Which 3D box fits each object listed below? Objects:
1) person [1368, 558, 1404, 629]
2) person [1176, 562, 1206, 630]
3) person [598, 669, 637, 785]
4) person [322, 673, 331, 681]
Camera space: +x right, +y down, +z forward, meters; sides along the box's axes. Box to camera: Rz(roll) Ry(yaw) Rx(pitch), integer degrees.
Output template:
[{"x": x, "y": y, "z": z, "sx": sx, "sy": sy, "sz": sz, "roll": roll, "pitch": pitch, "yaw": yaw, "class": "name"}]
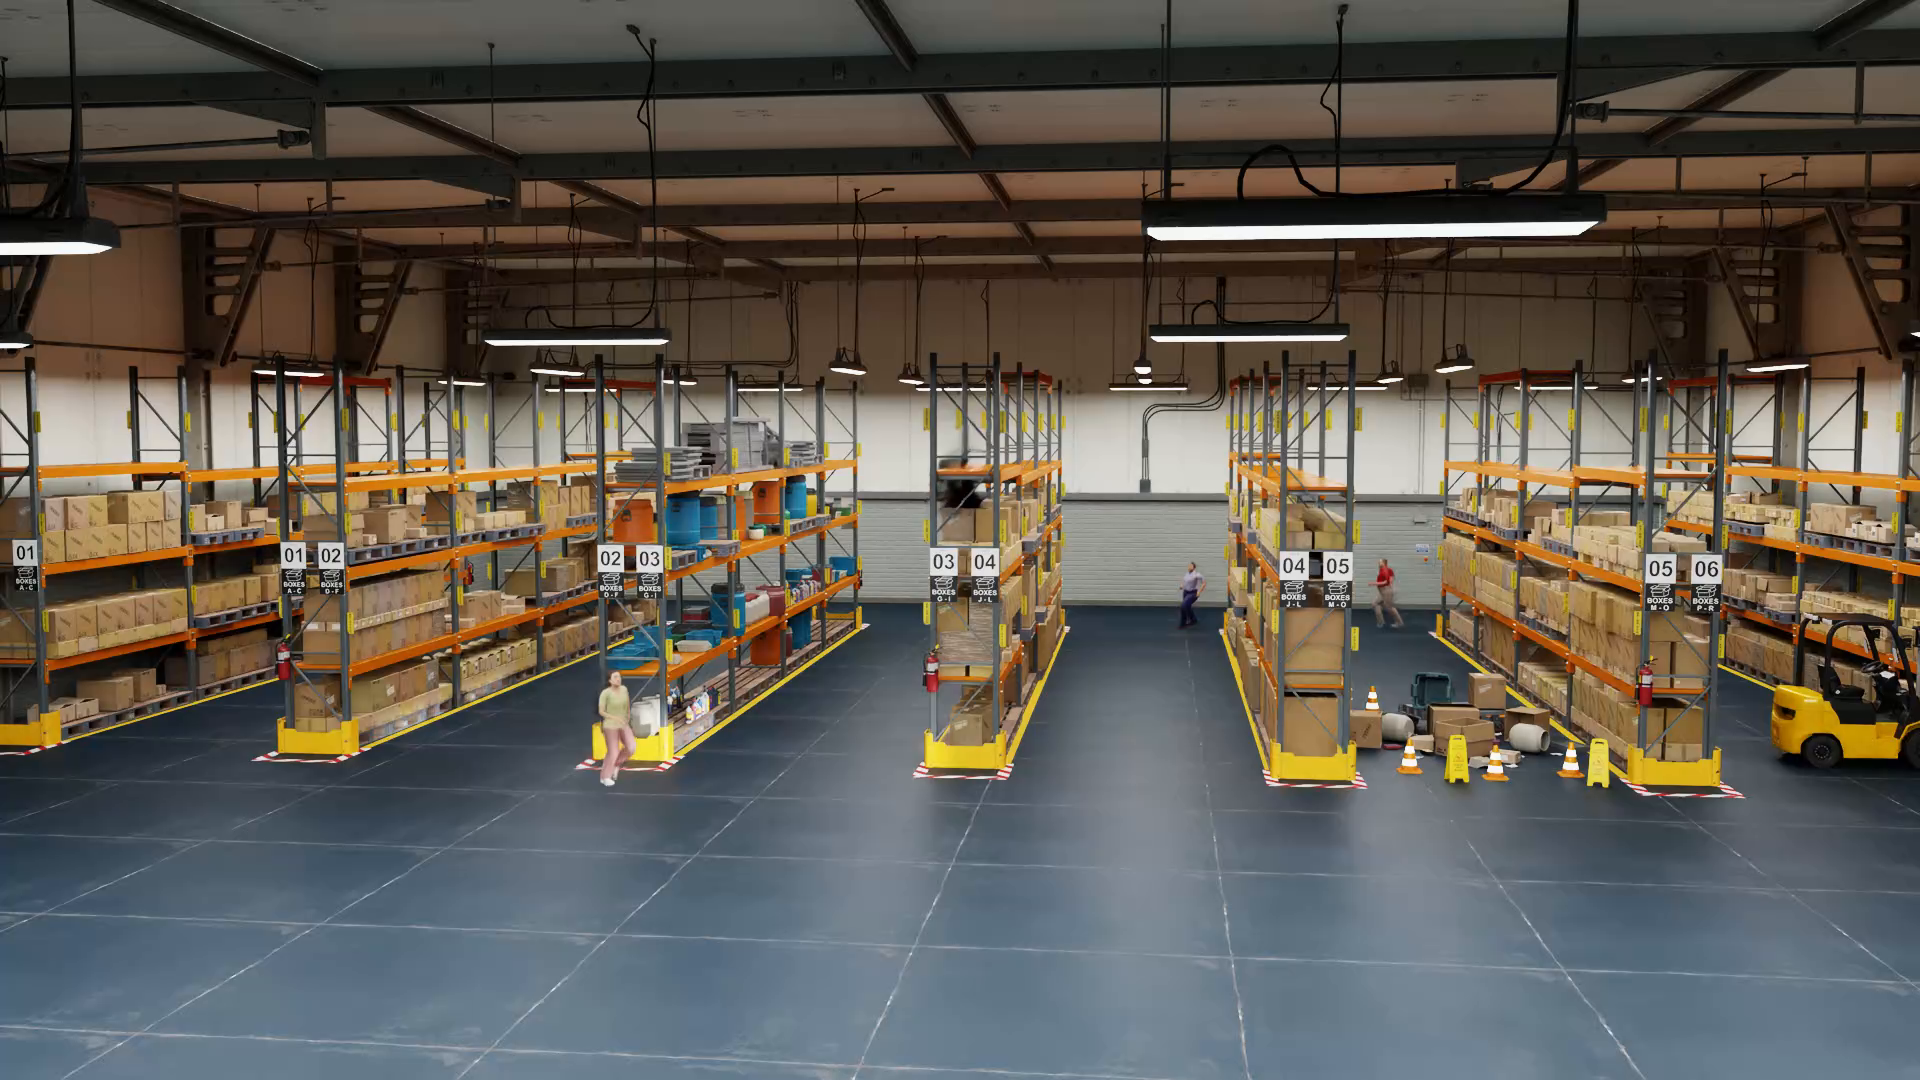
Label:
[{"x": 10.310, "y": 1.325, "z": 40.301, "sx": 0.842, "sy": 1.784, "sz": 0.579, "roll": 0, "pitch": 4, "yaw": 5, "class": "person"}, {"x": 5.583, "y": 1.362, "z": 40.225, "sx": 0.735, "sy": 1.677, "sz": 0.697, "roll": -2, "pitch": 5, "yaw": -28, "class": "person"}, {"x": -4.705, "y": 2.573, "z": 22.854, "sx": 0.600, "sy": 1.621, "sz": 0.654, "roll": -4, "pitch": 6, "yaw": -44, "class": "person"}, {"x": -10.870, "y": 2.071, "z": 28.999, "sx": 0.675, "sy": 1.846, "sz": 0.829, "roll": 0, "pitch": 4, "yaw": -3, "class": "person"}]
